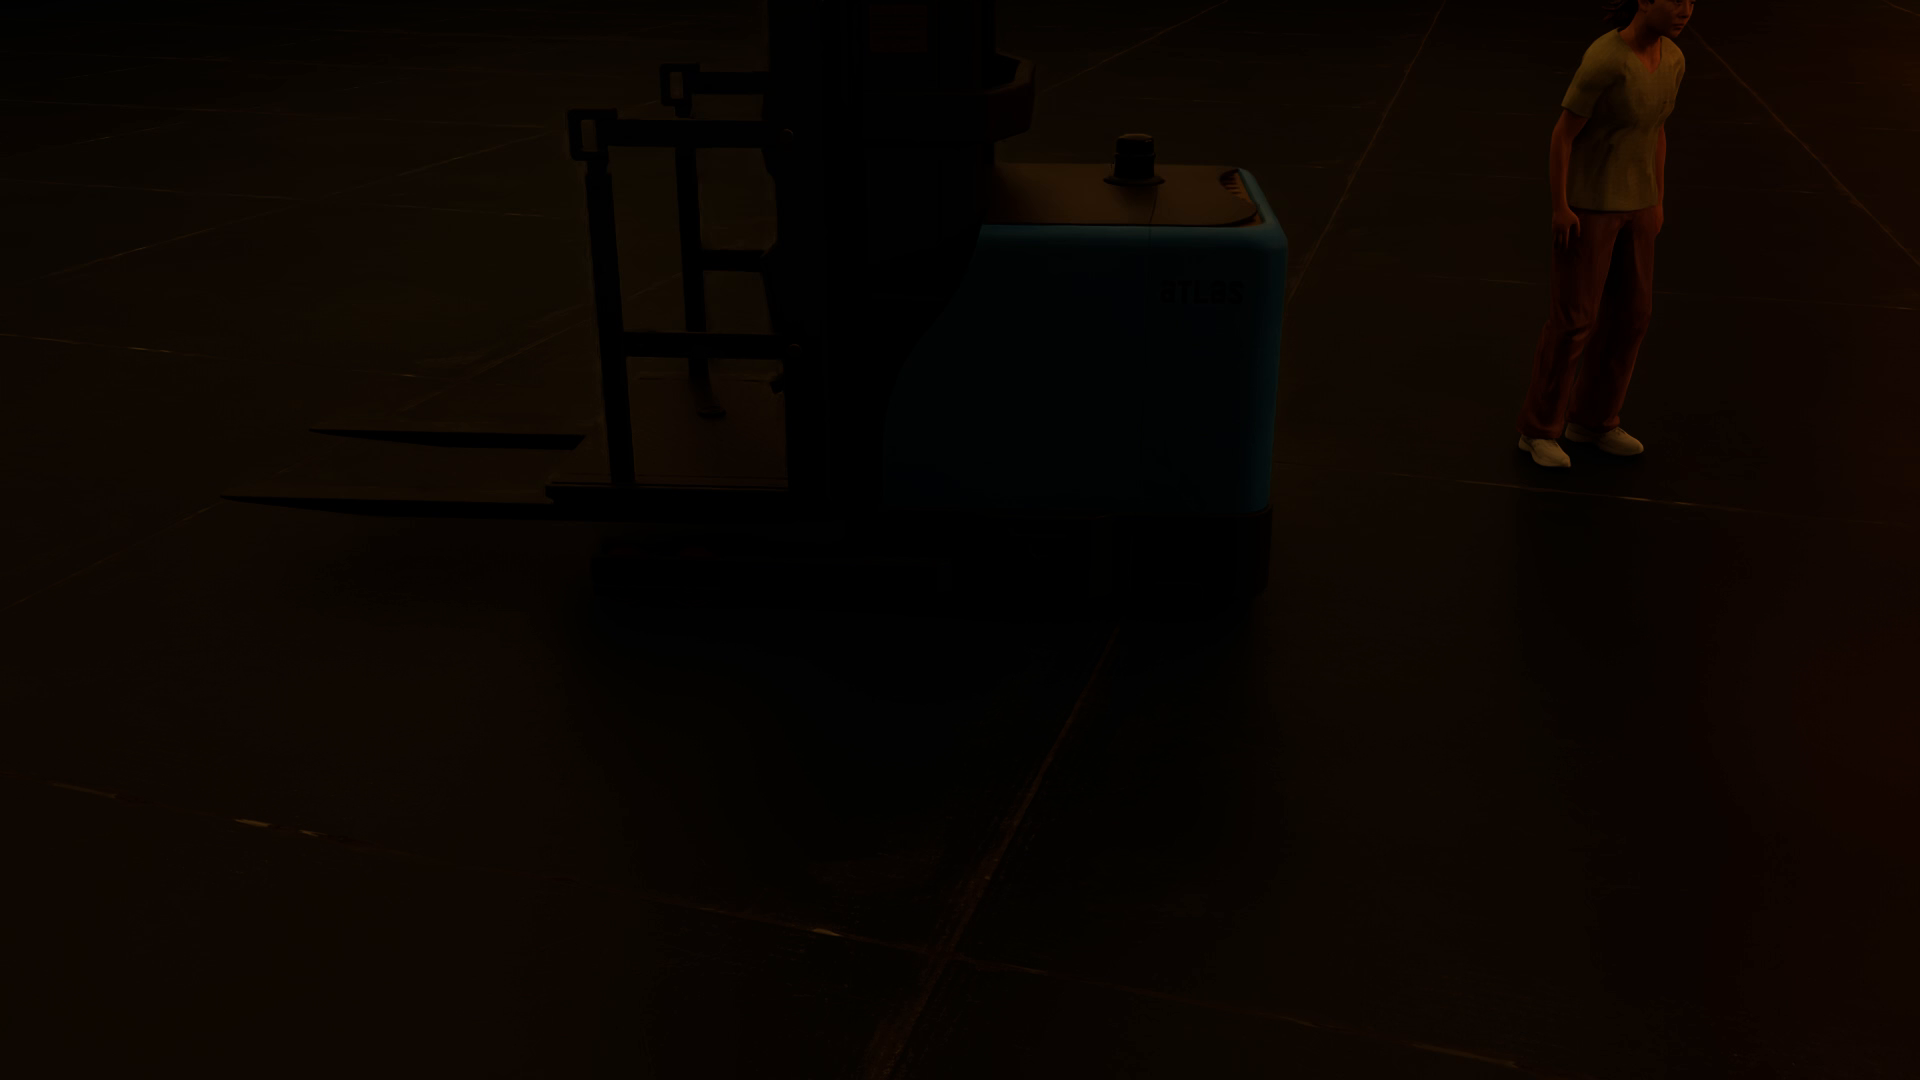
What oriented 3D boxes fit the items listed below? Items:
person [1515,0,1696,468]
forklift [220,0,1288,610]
[{"bbox_3d":[2.186,-1.093,5.579,0.509,1.671,0.359,-10,24,-23],"label":"person"},{"bbox_3d":[-0.628,-1.366,4.588,3.031,2.935,1.130,1,22,4],"label":"forklift"}]
